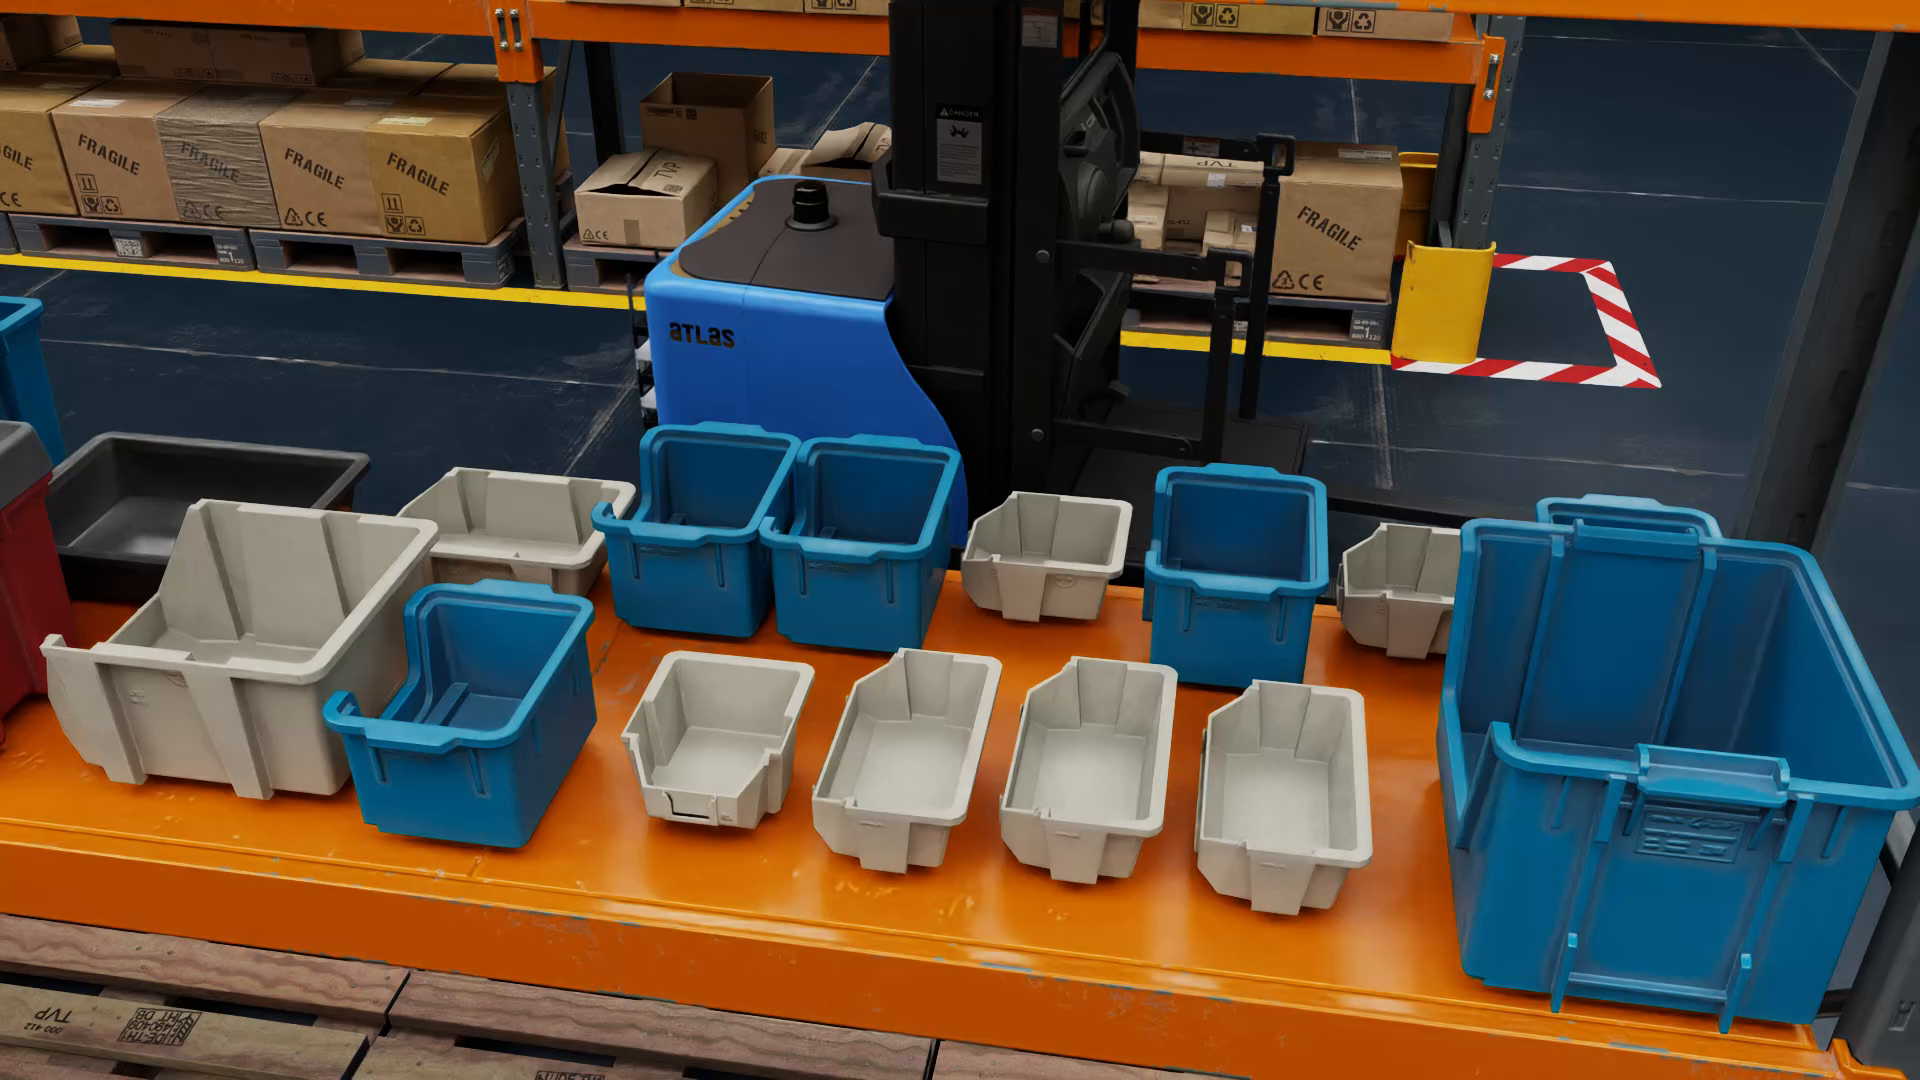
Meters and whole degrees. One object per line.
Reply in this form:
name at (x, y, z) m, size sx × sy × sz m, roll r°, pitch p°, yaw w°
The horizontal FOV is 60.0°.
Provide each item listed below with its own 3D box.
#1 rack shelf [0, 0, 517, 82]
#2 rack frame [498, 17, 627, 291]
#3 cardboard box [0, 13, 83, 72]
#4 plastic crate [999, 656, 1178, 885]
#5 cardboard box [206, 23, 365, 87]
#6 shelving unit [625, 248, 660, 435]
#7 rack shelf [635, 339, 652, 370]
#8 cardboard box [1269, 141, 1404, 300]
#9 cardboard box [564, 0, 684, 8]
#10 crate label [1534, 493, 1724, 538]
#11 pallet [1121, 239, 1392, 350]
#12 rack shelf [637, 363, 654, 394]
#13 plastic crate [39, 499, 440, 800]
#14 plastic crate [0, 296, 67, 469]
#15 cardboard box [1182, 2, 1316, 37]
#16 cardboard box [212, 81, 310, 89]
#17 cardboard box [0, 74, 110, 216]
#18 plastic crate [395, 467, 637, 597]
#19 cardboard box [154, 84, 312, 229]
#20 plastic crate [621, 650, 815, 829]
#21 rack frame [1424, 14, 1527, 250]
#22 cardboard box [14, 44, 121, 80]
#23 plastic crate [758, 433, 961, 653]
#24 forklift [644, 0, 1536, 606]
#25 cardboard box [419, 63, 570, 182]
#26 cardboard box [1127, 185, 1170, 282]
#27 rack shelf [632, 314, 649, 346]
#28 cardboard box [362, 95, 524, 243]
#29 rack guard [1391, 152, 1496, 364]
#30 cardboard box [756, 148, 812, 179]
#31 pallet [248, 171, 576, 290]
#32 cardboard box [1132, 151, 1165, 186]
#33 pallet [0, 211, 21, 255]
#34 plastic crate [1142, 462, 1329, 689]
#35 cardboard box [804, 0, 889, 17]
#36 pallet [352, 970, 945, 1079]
rack shelf at (-3.763, -2.543, 7.663) m, size 4.000 × 0.370 × 1.077 m, roll 5°, pitch 32°, yaw 8°
rack frame at (-1.791, -2.669, 7.187) m, size 0.127 × 3.000 × 1.000 m, roll 5°, pitch 32°, yaw 8°
cardboard box at (-4.717, -2.507, 8.163) m, size 0.500 × 0.250 × 0.500 m, roll 6°, pitch 33°, yaw 10°
plastic crate at (0.197, 0.353, 2.551) m, size 0.243 × 0.136 × 0.396 m, roll 5°, pitch 32°, yaw 8°
cardboard box at (-3.213, -2.374, 7.950) m, size 0.500 × 0.250 × 0.500 m, roll 5°, pitch 32°, yaw 8°
shelving unit at (-0.960, -0.531, 5.749) m, size 0.210 × 0.900 × 0.258 m, roll 9°, pitch 33°, yaw 14°
rack shelf at (-0.960, -0.655, 5.672) m, size 0.200 × 0.077 × 0.258 m, roll 9°, pitch 33°, yaw 14°
cardboard box at (1.574, -1.359, 7.035) m, size 0.500 × 0.500 × 0.500 m, roll 5°, pitch 32°, yaw 8°
cardboard box at (-1.335, -2.524, 6.860) m, size 0.500 × 0.500 × 0.500 m, roll 6°, pitch 33°, yaw 9°
crate label at (1.127, 0.129, 2.817) m, size 0.303 × 0.233 × 0.416 m, roll 5°, pitch 32°, yaw 8°
pallet at (1.291, -1.207, 7.480) m, size 1.213 × 0.211 × 1.003 m, roll 5°, pitch 32°, yaw 8°
rack shelf at (-0.960, -0.579, 5.719) m, size 0.200 × 0.077 × 0.258 m, roll 9°, pitch 33°, yaw 14°
plastic crate at (-1.154, 0.179, 2.693) m, size 0.530 × 0.282 × 0.437 m, roll 5°, pitch 32°, yaw 8°
plastic crate at (-2.111, -0.234, 3.256) m, size 0.575 × 0.384 × 0.392 m, roll 5°, pitch 32°, yaw 8°
cardboard box at (1.152, -2.297, 6.498) m, size 0.500 × 0.500 × 0.500 m, roll 5°, pitch 32°, yaw 9°
cardboard box at (-3.246, -2.057, 8.151) m, size 0.500 × 0.500 × 0.500 m, roll 6°, pitch 32°, yaw 9°
cardboard box at (-4.323, -1.872, 7.855) m, size 0.500 × 0.500 × 0.500 m, roll 5°, pitch 32°, yaw 8°
plastic crate at (-0.861, 0.006, 3.106) m, size 0.466 × 0.136 × 0.293 m, roll 5°, pitch 32°, yaw 8°
cardboard box at (-3.306, -1.784, 7.714) m, size 0.500 × 0.500 × 0.500 m, roll 6°, pitch 32°, yaw 9°
plastic crate at (-0.376, 0.324, 2.597) m, size 0.250 × 0.136 × 0.298 m, roll 5°, pitch 32°, yaw 8°
rack frame at (2.152, -2.312, 6.617) m, size 0.127 × 3.000 × 1.000 m, roll 5°, pitch 32°, yaw 8°
cardboard box at (-4.263, -2.146, 8.293) m, size 0.500 × 0.500 × 0.500 m, roll 4°, pitch 32°, yaw 6°
plastic crate at (-0.171, 0.012, 3.005) m, size 0.300 × 0.233 × 0.416 m, roll 5°, pitch 32°, yaw 8°
forklift at (0.600, -1.149, 4.824) m, size 3.031 × 2.935 × 1.130 m, roll 9°, pitch 33°, yaw 14°
cardboard box at (-2.227, -1.967, 8.006) m, size 0.500 × 0.500 × 0.500 m, roll 4°, pitch 32°, yaw 6°
cardboard box at (0.643, -1.353, 7.262) m, size 0.500 × 0.250 × 0.500 m, roll 5°, pitch 32°, yaw 8°
rack shelf at (-0.960, -0.731, 5.624) m, size 0.200 × 0.077 × 0.258 m, roll 9°, pitch 33°, yaw 14°
cardboard box at (-2.326, -1.690, 7.565) m, size 0.500 × 0.500 × 0.500 m, roll 5°, pitch 32°, yaw 8°
rack guard at (2.077, -1.259, 7.291) m, size 0.348 × 0.500 × 1.175 m, roll 5°, pitch 32°, yaw 8°
cardboard box at (-0.802, -1.743, 7.979) m, size 0.250 × 0.149 × 0.380 m, roll 5°, pitch 32°, yaw 8°
pallet at (-2.599, -1.540, 8.011) m, size 1.213 × 0.211 × 1.003 m, roll 5°, pitch 32°, yaw 8°
cardboard box at (0.678, -1.619, 7.687) m, size 0.500 × 0.250 × 0.500 m, roll 5°, pitch 32°, yaw 8°
pallet at (-5.005, -1.758, 8.359) m, size 1.213 × 0.211 × 1.003 m, roll 5°, pitch 32°, yaw 8°
plastic crate at (0.478, 0.071, 2.911) m, size 0.300 × 0.233 × 0.416 m, roll 5°, pitch 32°, yaw 8°
cardboard box at (-0.337, -2.434, 6.717) m, size 0.500 × 0.500 × 0.500 m, roll 5°, pitch 32°, yaw 8°
pallet at (-0.691, 1.256, 3.544) m, size 1.213 × 0.211 × 1.003 m, roll 5°, pitch 32°, yaw 8°
